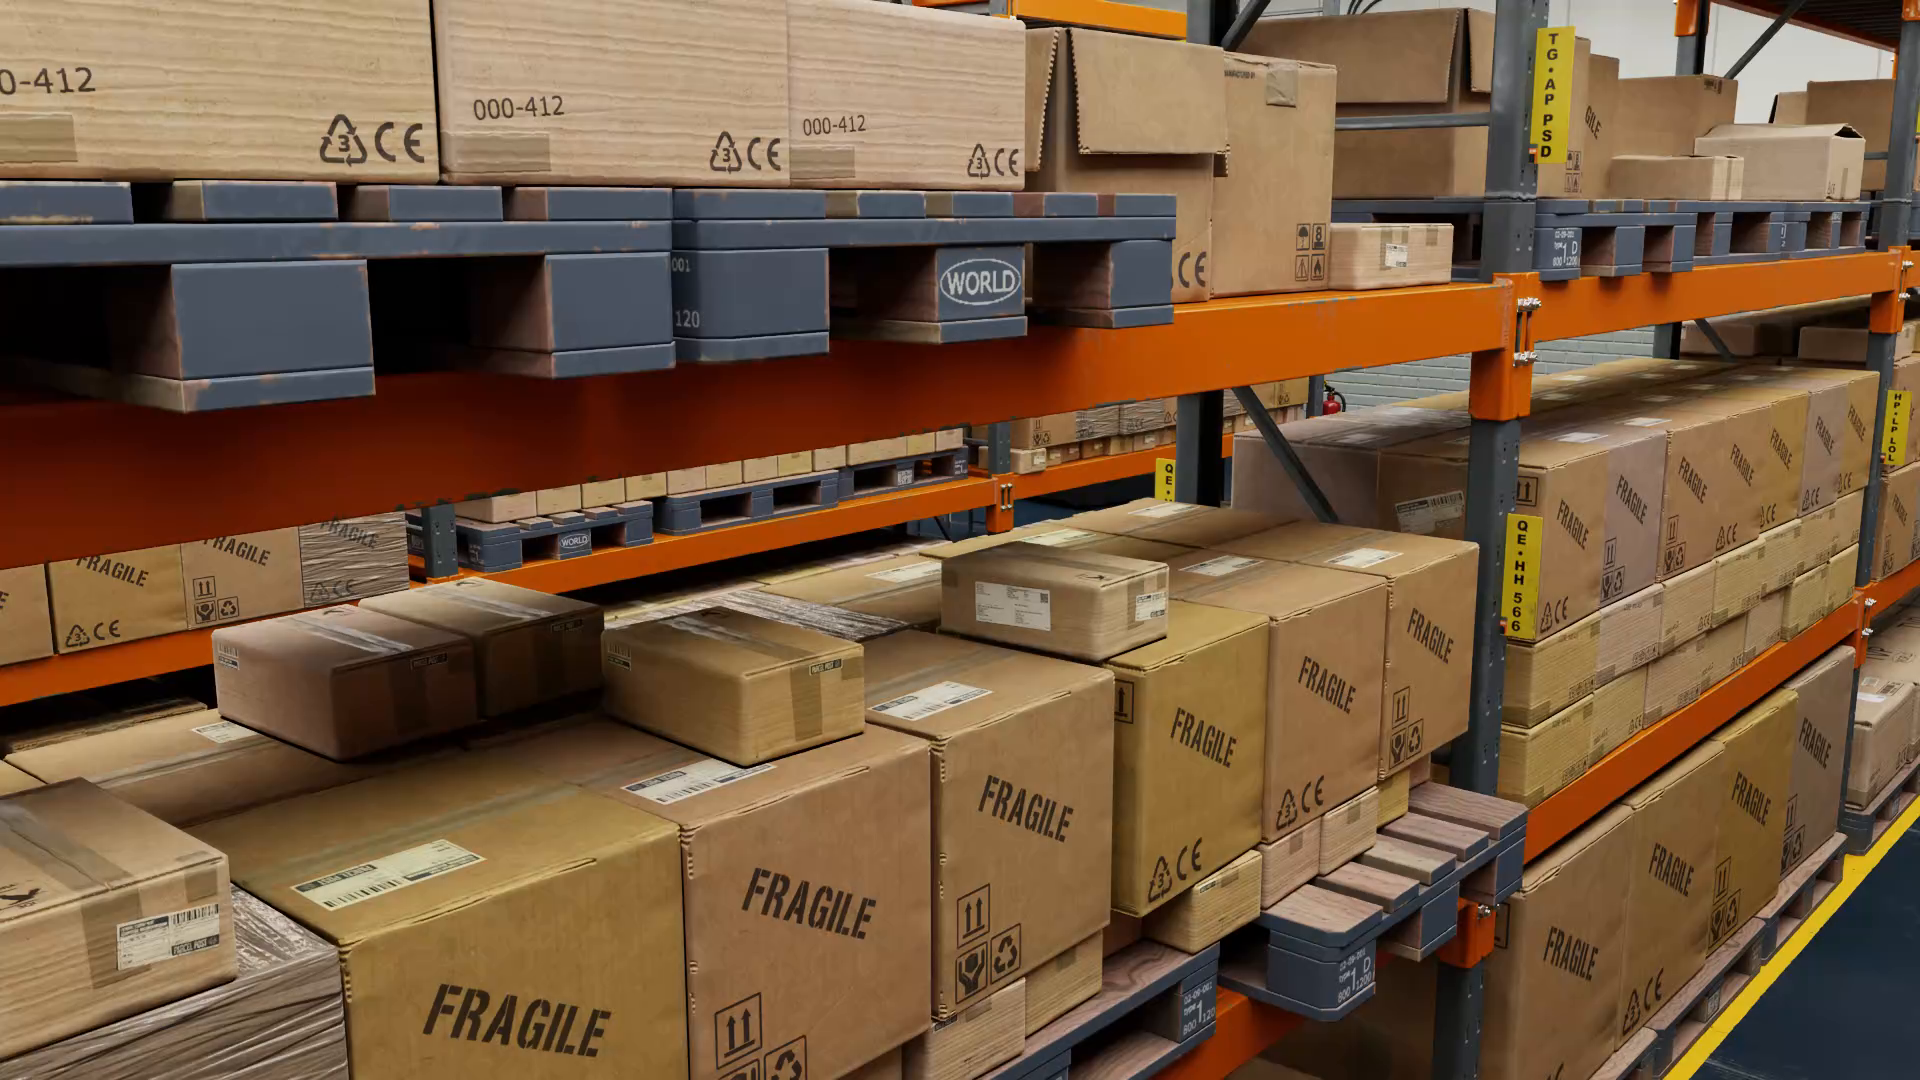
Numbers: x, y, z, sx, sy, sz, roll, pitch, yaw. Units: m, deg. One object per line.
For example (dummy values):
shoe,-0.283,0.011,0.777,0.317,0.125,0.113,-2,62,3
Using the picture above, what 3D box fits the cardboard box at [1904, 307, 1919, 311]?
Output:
cardboard box,5.259,-1.169,8.979,0.380,0.149,0.250,10,15,42

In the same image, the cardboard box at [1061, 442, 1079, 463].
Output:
cardboard box,0.593,-0.627,11.374,0.380,0.149,0.250,9,14,38

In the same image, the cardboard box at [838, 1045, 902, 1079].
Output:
cardboard box,-0.318,0.866,2.827,0.380,0.149,0.250,10,15,41

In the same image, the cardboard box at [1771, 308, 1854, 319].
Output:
cardboard box,4.549,-1.156,8.917,0.380,0.149,0.250,9,15,39

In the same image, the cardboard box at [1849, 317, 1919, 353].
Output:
cardboard box,4.601,-1.014,8.206,0.380,0.149,0.250,10,15,40

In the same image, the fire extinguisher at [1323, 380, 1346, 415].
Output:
fire extinguisher,3.062,-1.003,13.761,0.296,0.674,0.183,10,15,40

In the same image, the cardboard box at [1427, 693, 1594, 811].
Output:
cardboard box,1.565,0.590,5.020,0.500,0.250,0.500,9,15,39

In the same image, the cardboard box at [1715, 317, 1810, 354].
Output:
cardboard box,3.913,-1.001,8.140,0.380,0.149,0.250,10,15,42

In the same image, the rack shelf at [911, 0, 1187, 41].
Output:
rack shelf,1.229,-3.539,11.840,1.077,0.370,4.000,10,15,40

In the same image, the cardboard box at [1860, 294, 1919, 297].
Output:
cardboard box,5.892,-1.462,10.447,0.380,0.149,0.250,10,15,42

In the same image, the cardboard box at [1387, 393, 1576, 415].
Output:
cardboard box,1.863,-0.242,5.995,0.500,0.500,0.500,10,15,40

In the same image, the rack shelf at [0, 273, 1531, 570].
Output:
rack shelf,-0.267,-0.268,3.111,1.077,0.370,4.000,10,15,40

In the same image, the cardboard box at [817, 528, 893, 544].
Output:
cardboard box,-0.778,0.069,10.641,0.500,0.250,0.500,9,14,38

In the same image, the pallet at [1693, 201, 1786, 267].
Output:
pallet,2.174,-1.089,5.867,1.003,0.211,1.213,11,16,43

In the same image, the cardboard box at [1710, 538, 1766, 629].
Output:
cardboard box,2.598,0.121,6.091,0.500,0.250,0.500,10,15,41

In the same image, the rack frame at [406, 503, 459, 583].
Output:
rack frame,-2.732,-0.069,7.937,1.000,3.000,0.127,10,15,40

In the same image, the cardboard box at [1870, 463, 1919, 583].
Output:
cardboard box,4.200,-0.117,7.920,0.500,0.500,0.500,10,15,42

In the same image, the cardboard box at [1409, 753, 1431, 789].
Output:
cardboard box,1.014,0.552,4.397,0.380,0.149,0.250,11,15,42

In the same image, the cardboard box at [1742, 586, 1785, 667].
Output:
cardboard box,2.902,0.286,6.541,0.500,0.250,0.500,9,15,39

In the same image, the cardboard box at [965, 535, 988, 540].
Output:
cardboard box,0.246,0.076,11.896,0.380,0.149,0.250,10,15,40

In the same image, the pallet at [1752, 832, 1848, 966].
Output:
pallet,3.241,1.458,7.410,1.003,0.211,1.213,10,15,40

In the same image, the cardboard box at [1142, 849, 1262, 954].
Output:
cardboard box,0.415,0.722,3.546,0.380,0.149,0.250,10,15,41

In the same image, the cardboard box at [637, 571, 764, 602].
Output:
cardboard box,-1.424,0.367,9.149,0.500,0.250,0.500,10,15,41

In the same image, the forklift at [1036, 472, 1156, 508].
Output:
forklift,0.728,-1.993,17.746,1.130,2.935,3.031,-10,15,-40

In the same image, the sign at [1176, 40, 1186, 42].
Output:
sign,0.642,-1.280,4.821,0.100,0.325,0.005,10,15,40

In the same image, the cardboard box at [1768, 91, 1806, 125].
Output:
cardboard box,4.560,-2.012,8.413,0.637,0.503,0.797,-11,16,-43

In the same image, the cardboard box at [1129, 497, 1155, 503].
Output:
cardboard box,1.594,-0.236,13.461,0.380,0.149,0.250,10,15,40

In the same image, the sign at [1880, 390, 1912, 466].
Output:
sign,4.108,-0.493,7.304,0.100,0.325,0.005,10,15,40

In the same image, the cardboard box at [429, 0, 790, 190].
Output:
cardboard box,-0.566,-0.568,2.086,0.500,0.250,0.500,10,15,40

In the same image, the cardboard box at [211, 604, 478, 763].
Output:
cardboard box,-1.007,0.225,2.720,0.380,0.149,0.250,9,15,39

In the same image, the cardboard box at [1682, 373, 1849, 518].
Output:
cardboard box,3.251,-0.397,6.769,0.500,0.500,0.500,10,15,41

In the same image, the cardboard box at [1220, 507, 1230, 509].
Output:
cardboard box,2.105,-0.151,13.035,0.380,0.149,0.250,9,15,39

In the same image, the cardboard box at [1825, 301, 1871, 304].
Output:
cardboard box,5.221,-1.304,9.657,0.380,0.149,0.250,10,15,41

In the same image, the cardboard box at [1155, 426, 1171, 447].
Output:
cardboard box,1.316,-0.779,12.134,0.380,0.149,0.250,11,15,42

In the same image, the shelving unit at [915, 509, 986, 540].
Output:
shelving unit,-0.004,-0.734,15.098,0.431,1.500,0.755,10,15,40

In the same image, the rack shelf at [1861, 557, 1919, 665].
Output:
rack shelf,5.014,0.026,9.298,1.077,0.370,4.000,10,15,40

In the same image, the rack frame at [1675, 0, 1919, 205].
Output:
rack frame,3.694,-2.974,7.166,1.000,3.000,0.127,10,15,40

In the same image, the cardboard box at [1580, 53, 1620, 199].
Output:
cardboard box,1.999,-1.467,5.949,0.500,0.500,0.500,10,15,41

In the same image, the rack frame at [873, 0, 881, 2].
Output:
rack frame,-1.110,-4.844,16.528,1.000,3.000,0.127,10,15,40

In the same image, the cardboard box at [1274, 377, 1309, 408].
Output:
cardboard box,2.446,-1.342,13.294,0.500,0.500,0.500,10,15,41

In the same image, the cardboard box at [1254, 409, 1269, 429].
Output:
cardboard box,2.200,-0.968,13.079,0.380,0.149,0.250,10,15,40

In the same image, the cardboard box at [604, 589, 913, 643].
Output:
cardboard box,-0.438,0.421,3.399,0.500,0.500,0.500,9,14,38

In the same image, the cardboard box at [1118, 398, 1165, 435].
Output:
cardboard box,1.106,-1.036,11.764,0.500,0.500,0.500,9,15,39

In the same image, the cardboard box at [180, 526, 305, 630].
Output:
cardboard box,-3.158,0.056,7.056,0.500,0.500,0.500,10,15,40

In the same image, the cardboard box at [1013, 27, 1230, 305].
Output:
cardboard box,0.068,-0.737,3.362,0.797,0.503,0.637,10,15,40

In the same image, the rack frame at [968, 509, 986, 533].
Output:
rack frame,0.237,-0.788,15.368,0.400,1.500,0.023,10,15,40

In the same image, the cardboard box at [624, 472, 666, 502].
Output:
cardboard box,-1.753,-0.311,8.716,0.380,0.149,0.250,11,16,43

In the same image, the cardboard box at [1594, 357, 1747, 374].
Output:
cardboard box,3.187,-0.544,7.508,0.500,0.500,0.500,10,15,41

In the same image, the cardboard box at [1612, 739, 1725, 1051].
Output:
cardboard box,2.163,1.170,6.084,0.875,0.875,0.875,10,15,41

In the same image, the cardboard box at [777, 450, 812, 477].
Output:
cardboard box,-1.062,-0.464,9.485,0.380,0.149,0.250,11,15,43

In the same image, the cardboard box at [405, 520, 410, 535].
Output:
cardboard box,-4.747,-0.249,13.193,1.225,0.875,0.875,9,14,38

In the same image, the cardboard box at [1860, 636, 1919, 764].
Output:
cardboard box,4.779,0.808,9.017,0.875,0.438,0.875,9,15,39

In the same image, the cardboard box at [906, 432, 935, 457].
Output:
cardboard box,-0.376,-0.618,10.255,0.380,0.149,0.250,10,15,41

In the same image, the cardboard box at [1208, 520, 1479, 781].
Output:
cardboard box,0.962,0.258,4.213,0.500,0.500,0.500,9,15,39

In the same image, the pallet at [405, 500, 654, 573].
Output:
pallet,-2.341,-0.094,8.550,1.213,0.211,1.003,10,15,40

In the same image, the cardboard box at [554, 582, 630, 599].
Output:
cardboard box,-2.152,0.373,9.120,0.500,0.250,0.500,10,15,41

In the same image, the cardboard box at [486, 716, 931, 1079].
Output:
cardboard box,-0.396,0.567,2.665,0.500,0.500,0.500,10,15,40

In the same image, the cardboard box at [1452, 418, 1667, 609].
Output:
cardboard box,1.883,-0.098,5.277,0.500,0.500,0.500,10,15,41
